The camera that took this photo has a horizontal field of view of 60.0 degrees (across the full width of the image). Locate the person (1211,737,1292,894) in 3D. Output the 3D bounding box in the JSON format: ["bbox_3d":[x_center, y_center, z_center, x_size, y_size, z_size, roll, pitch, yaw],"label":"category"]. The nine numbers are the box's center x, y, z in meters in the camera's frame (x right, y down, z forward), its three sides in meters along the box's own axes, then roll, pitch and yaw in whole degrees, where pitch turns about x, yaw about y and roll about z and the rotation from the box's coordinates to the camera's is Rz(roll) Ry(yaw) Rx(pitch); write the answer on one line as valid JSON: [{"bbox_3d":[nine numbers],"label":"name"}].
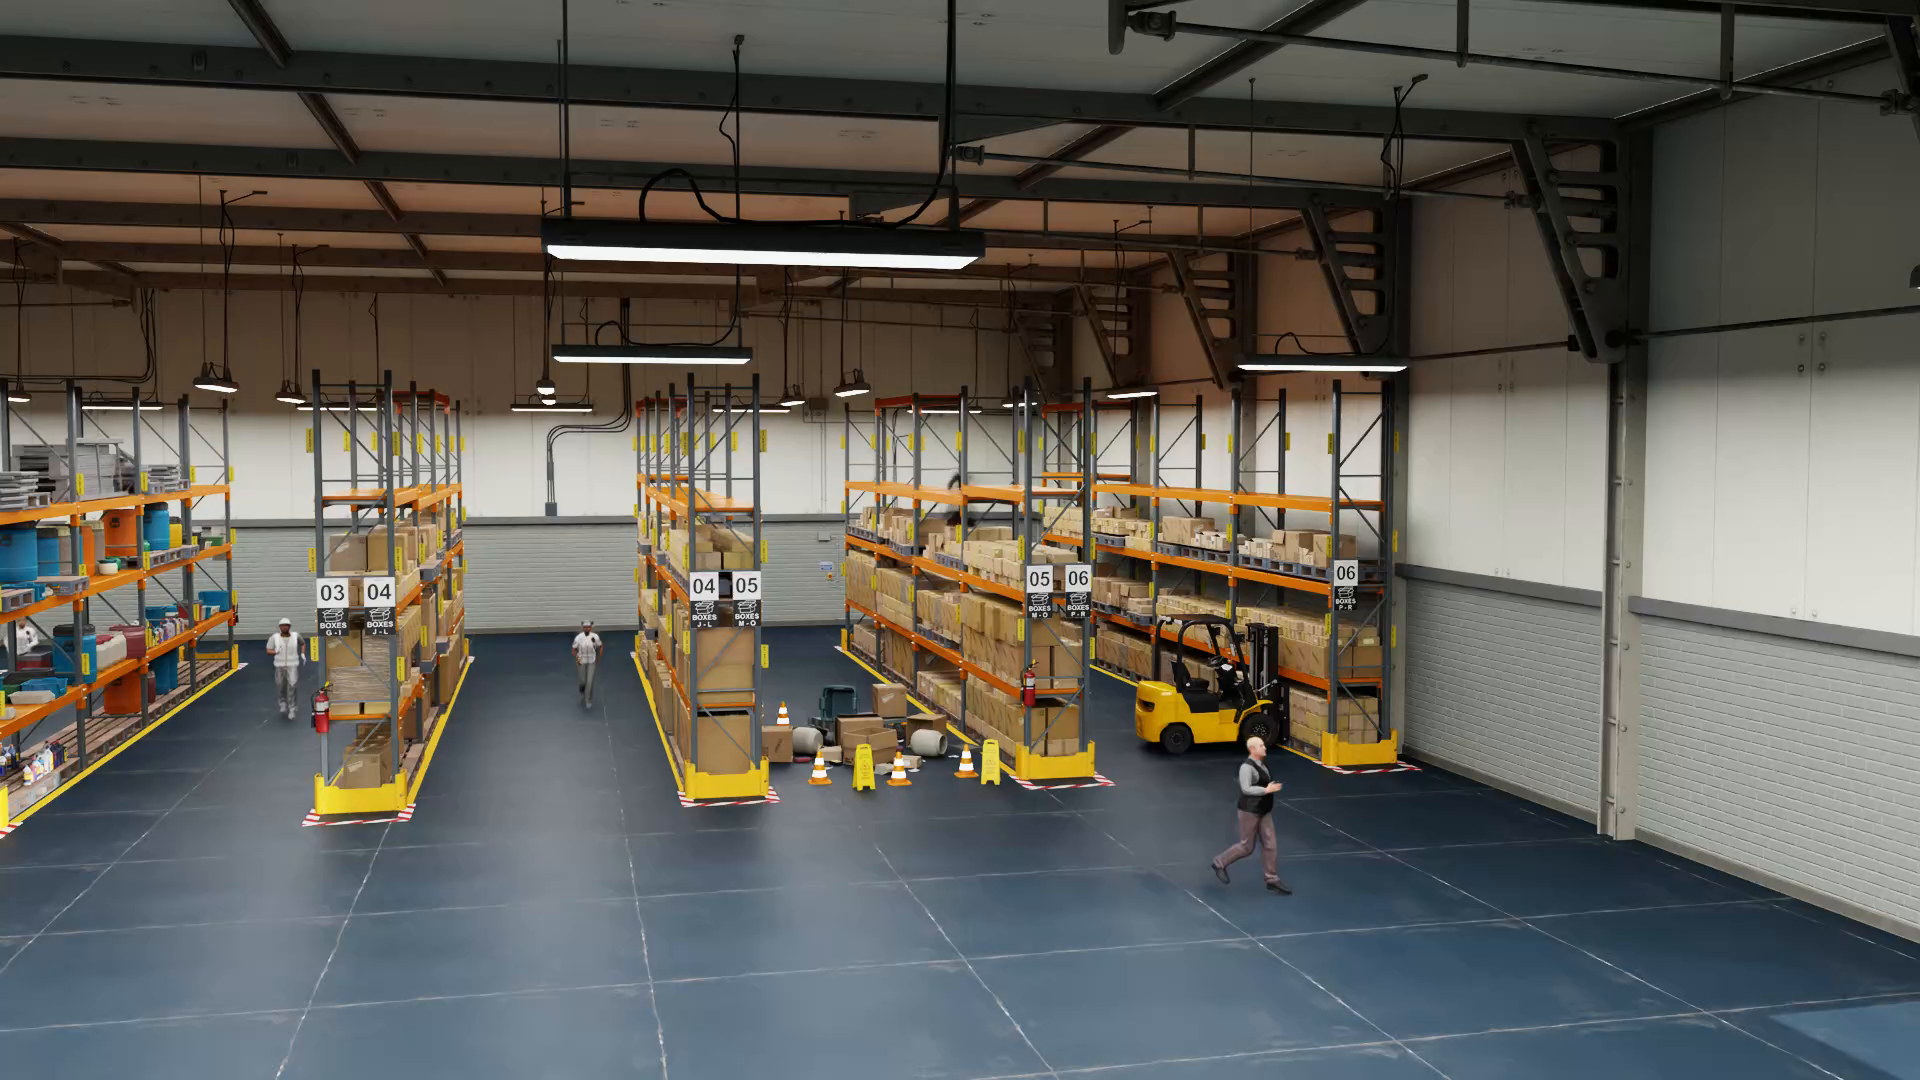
[{"bbox_3d":[3.263,3.046,18.545,0.931,1.715,0.676,2,4,34],"label":"person"}]

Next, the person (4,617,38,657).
[{"bbox_3d":[-18.556,2.266,32.883,0.597,1.657,0.576,-2,4,-31],"label":"person"}]

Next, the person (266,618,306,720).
[{"bbox_3d":[-12.338,2.331,30.455,0.672,1.814,0.903,-1,4,-20],"label":"person"}]

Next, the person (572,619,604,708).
[{"bbox_3d":[-7.109,2.342,31.790,0.601,1.684,0.636,-1,3,-14],"label":"person"}]
